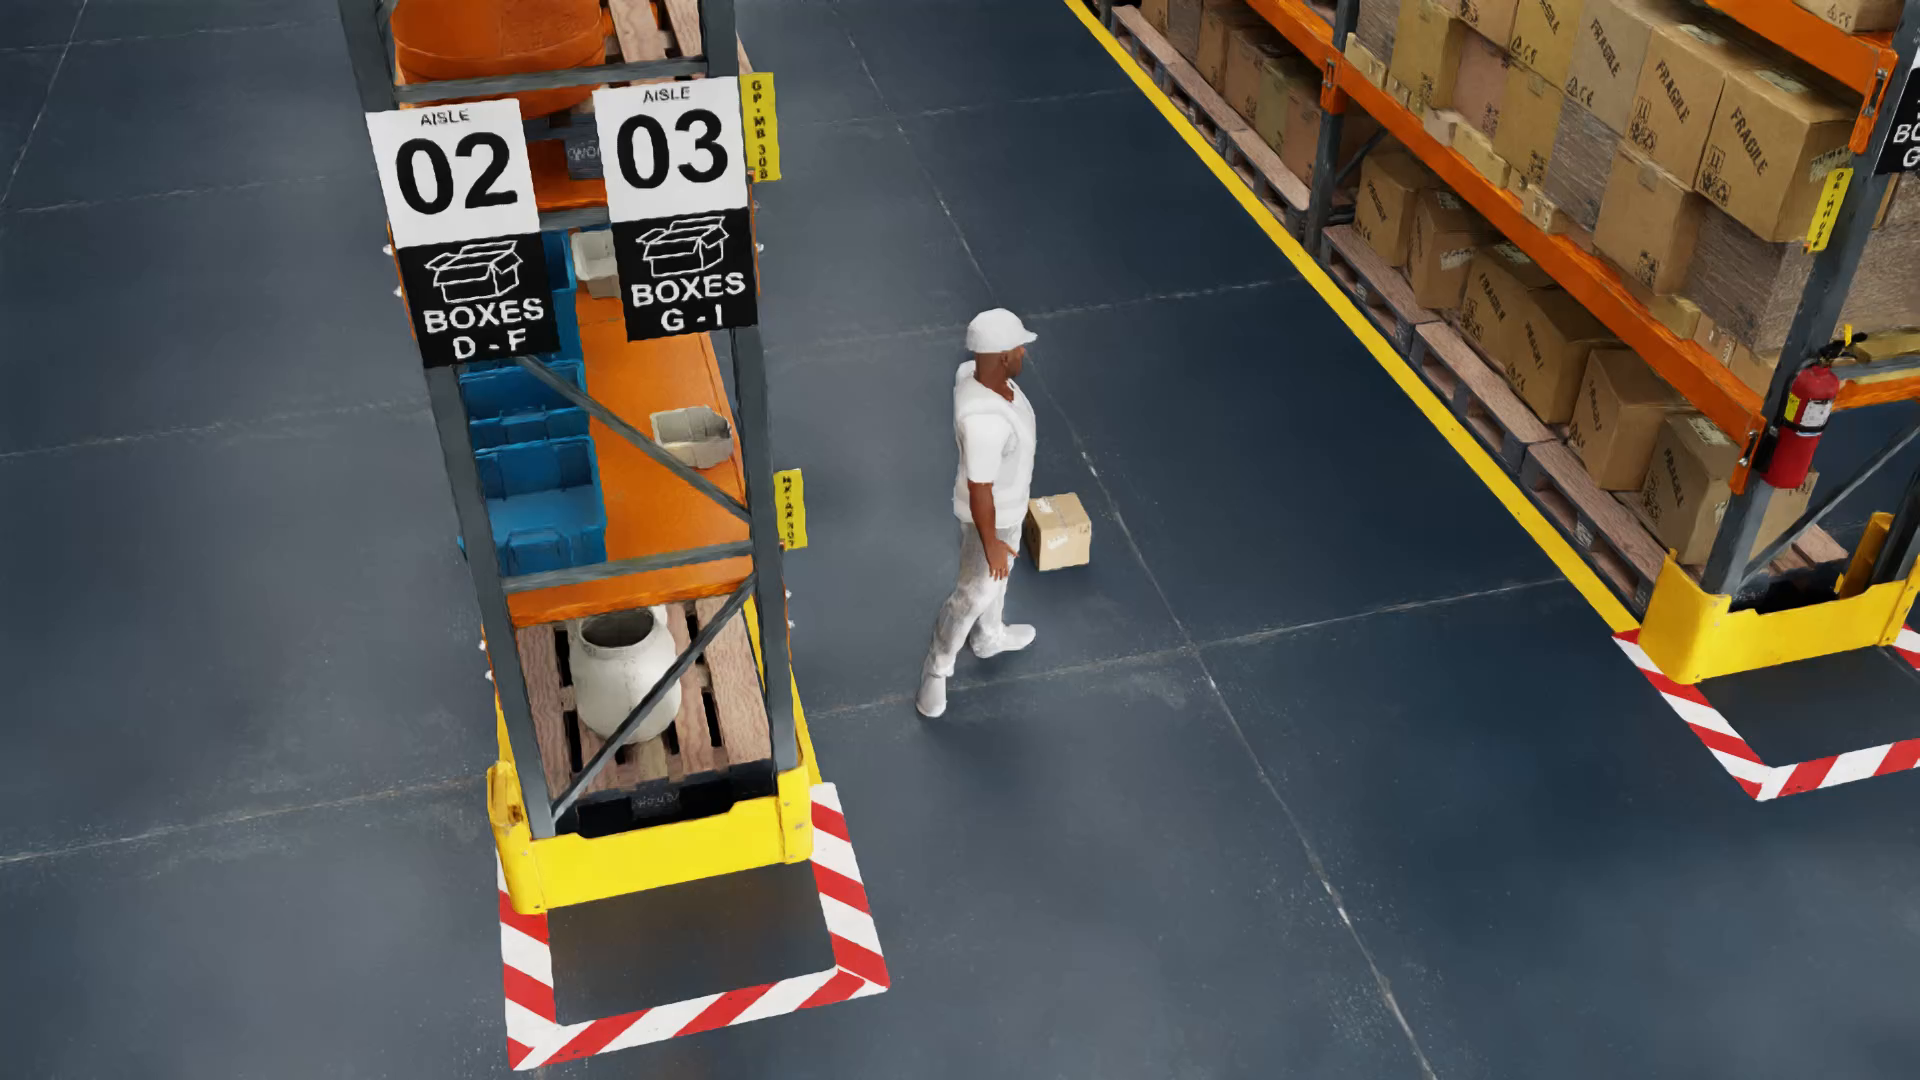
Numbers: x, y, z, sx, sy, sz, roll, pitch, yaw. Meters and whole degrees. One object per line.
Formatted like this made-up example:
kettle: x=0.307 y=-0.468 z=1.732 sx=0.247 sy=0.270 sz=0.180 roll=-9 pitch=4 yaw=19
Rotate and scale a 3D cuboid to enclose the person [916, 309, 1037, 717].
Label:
person: x=0.076 y=-0.101 z=6.828 sx=0.474 sy=1.772 sz=0.706 roll=4 pitch=38 yaw=6
